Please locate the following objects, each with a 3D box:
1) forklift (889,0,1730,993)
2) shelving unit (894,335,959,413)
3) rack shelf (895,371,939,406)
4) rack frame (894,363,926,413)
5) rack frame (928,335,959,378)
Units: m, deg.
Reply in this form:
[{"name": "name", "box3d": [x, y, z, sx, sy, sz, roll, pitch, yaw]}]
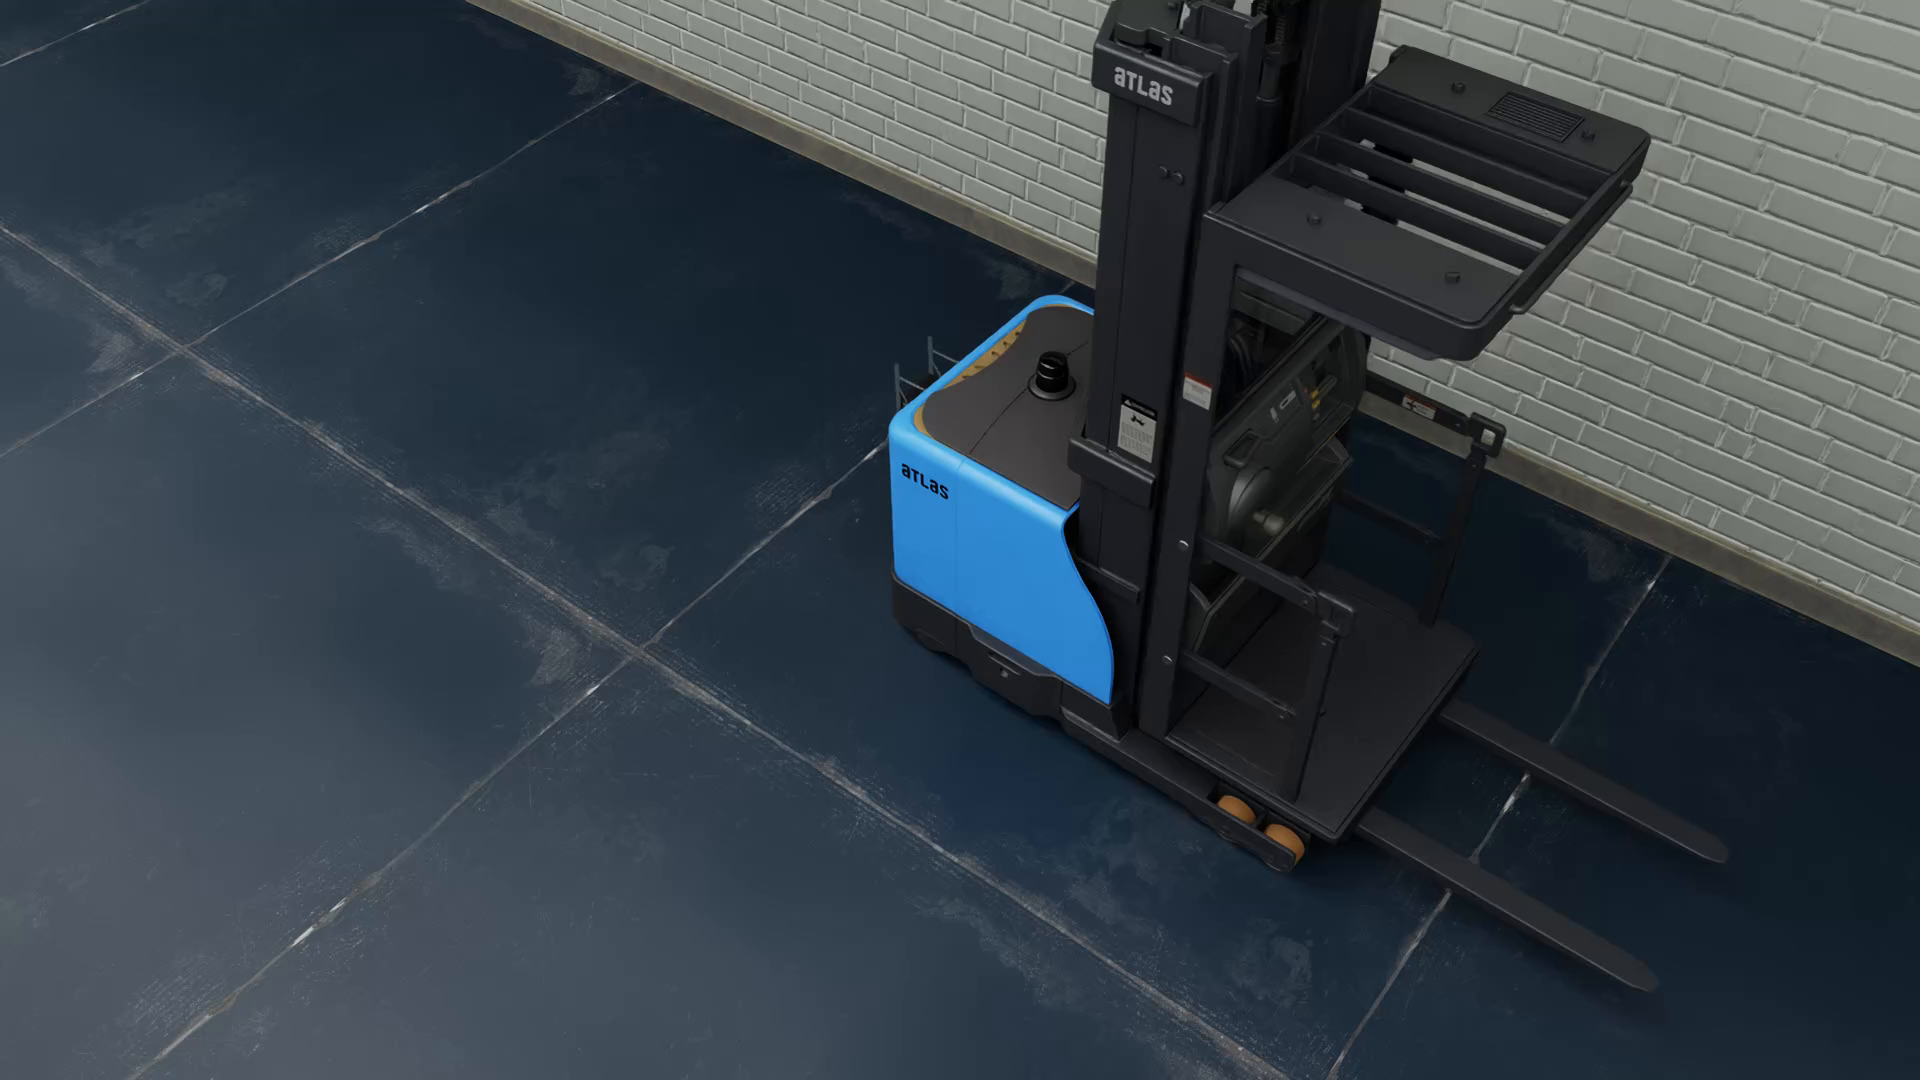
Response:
[{"name": "forklift", "box3d": [1.202, -0.297, 5.172, 3.031, 2.935, 1.130, 30, 53, 25]}, {"name": "shelving unit", "box3d": [-0.085, -0.365, 6.637, 0.258, 0.900, 0.210, 29, 53, 26]}, {"name": "rack shelf", "box3d": [-0.088, -0.530, 6.468, 0.258, 0.077, 0.200, 29, 53, 26]}, {"name": "rack frame", "box3d": [-0.147, -0.307, 6.582, 0.240, 0.900, 0.006, 29, 53, 26]}, {"name": "rack frame", "box3d": [-0.022, -0.423, 6.693, 0.240, 0.900, 0.006, 29, 53, 26]}]
